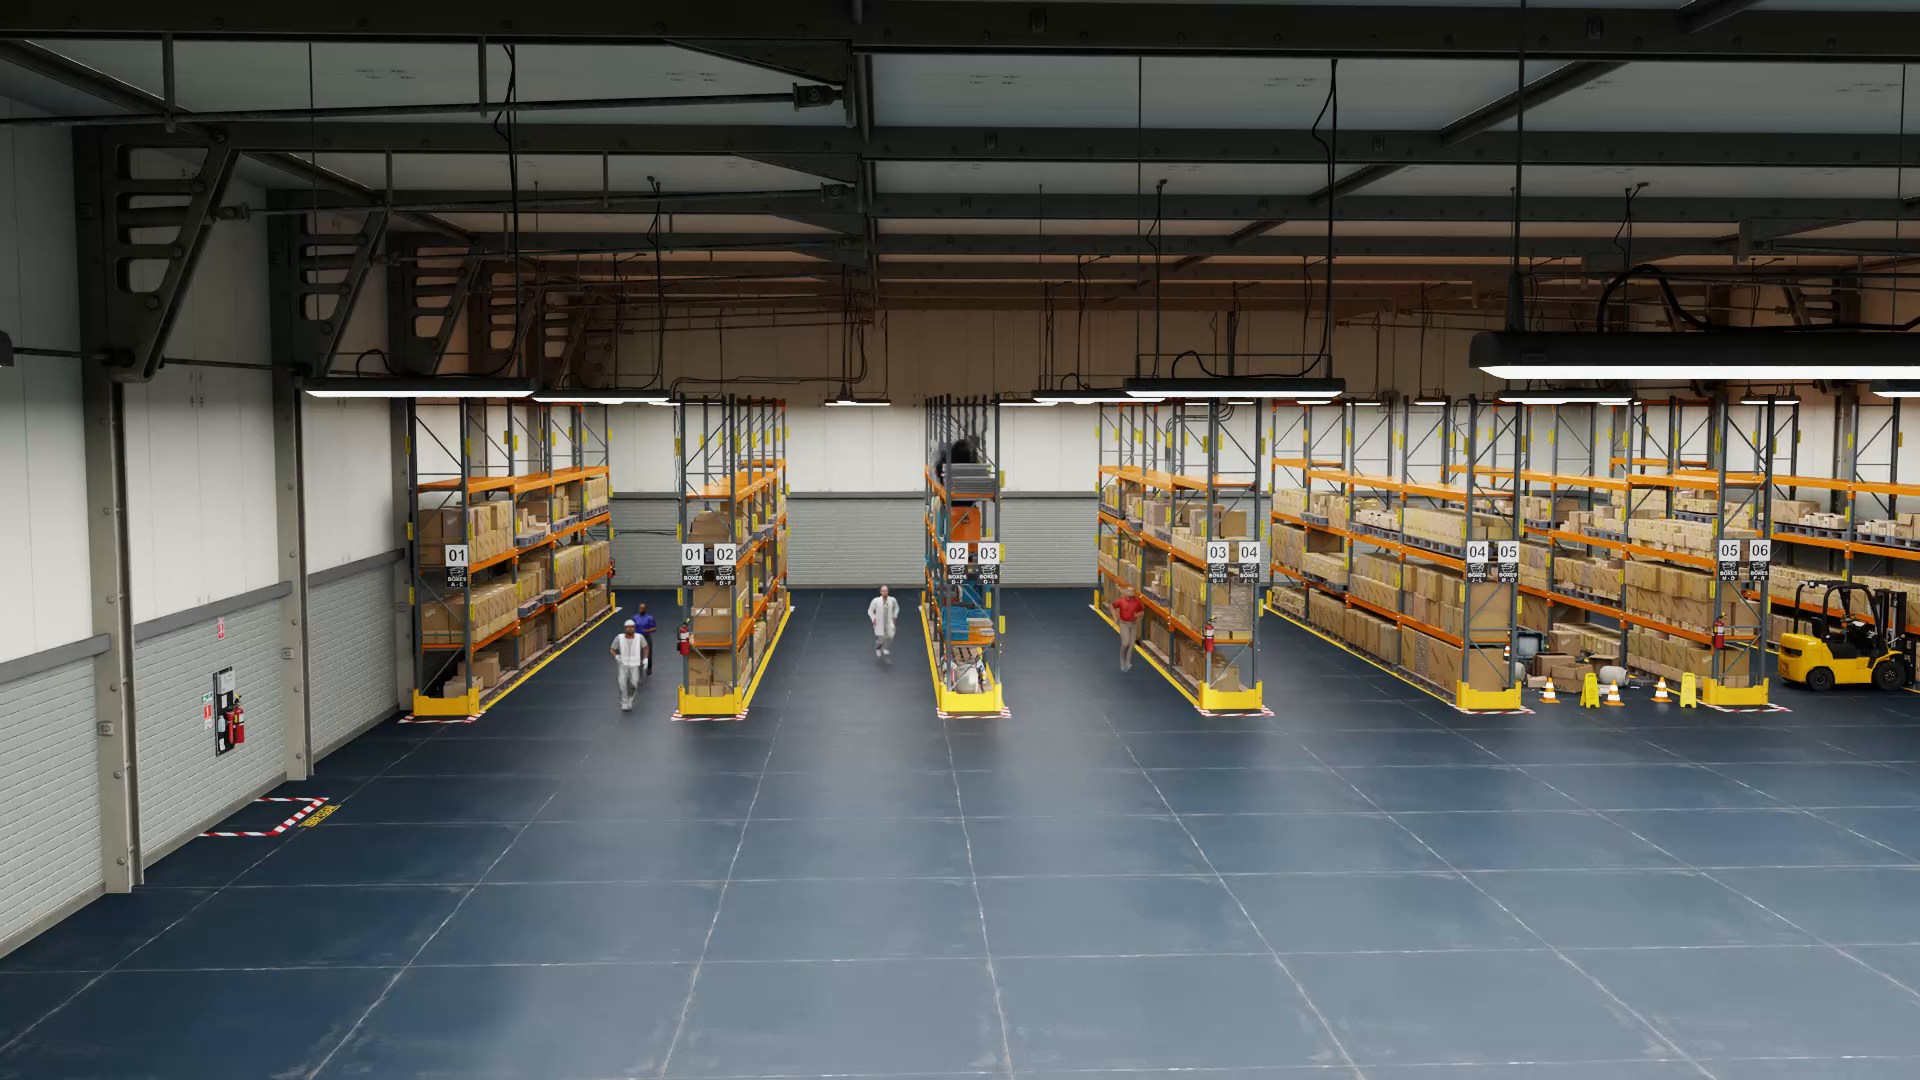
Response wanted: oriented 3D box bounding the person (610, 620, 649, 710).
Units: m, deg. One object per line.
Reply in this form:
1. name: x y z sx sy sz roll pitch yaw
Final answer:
1. person: -6.255 2.373 31.460 0.726 1.724 0.555 -1 5 -10

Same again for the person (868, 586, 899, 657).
1. person: -1.675 1.828 37.018 0.711 1.611 0.839 -1 5 -14

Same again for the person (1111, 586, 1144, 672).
1. person: 3.534 1.861 34.714 0.652 1.786 0.653 -1 5 -11

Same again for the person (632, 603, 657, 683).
1. person: -6.649 2.133 34.870 0.583 1.632 0.905 -1 5 -6
